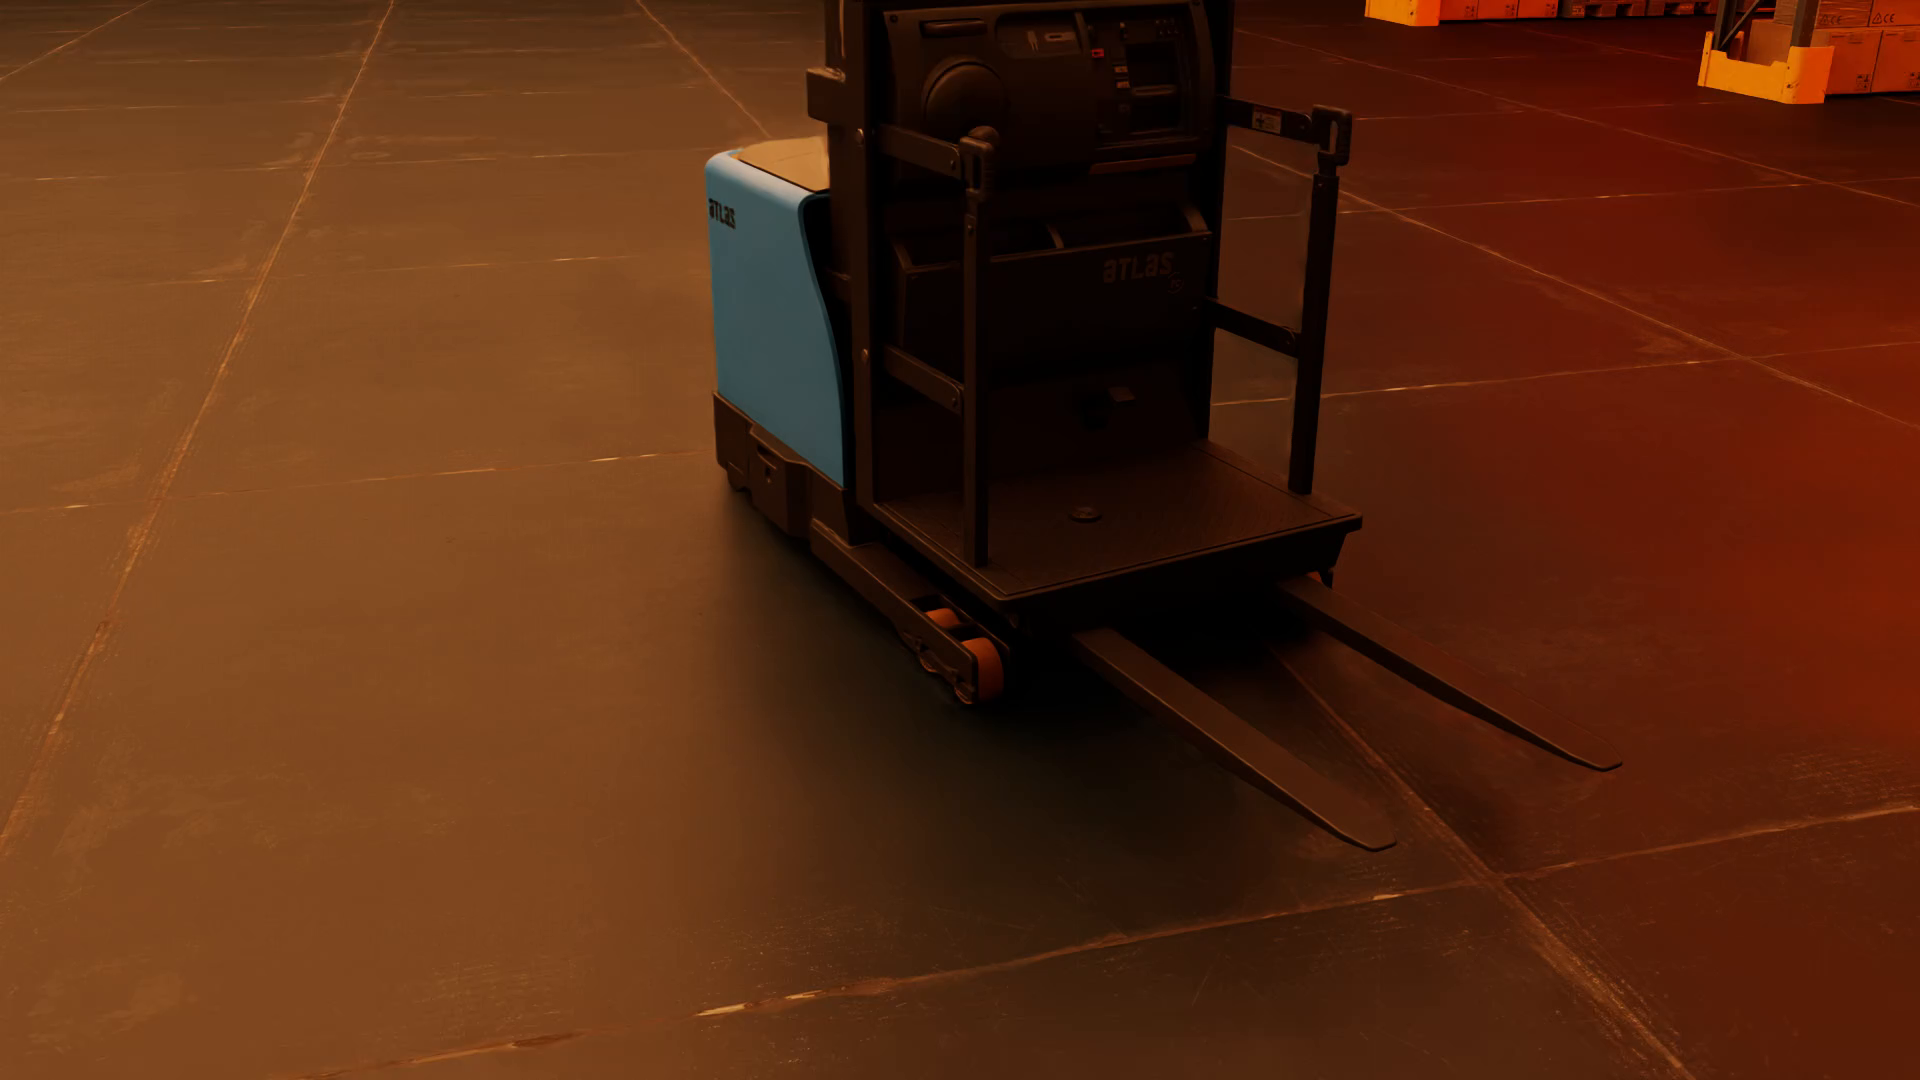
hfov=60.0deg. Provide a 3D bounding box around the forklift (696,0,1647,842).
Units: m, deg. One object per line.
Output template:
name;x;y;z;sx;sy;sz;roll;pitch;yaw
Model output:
forklift;0.368;-1.150;4.011;1.130;2.935;3.031;-13;26;-28
